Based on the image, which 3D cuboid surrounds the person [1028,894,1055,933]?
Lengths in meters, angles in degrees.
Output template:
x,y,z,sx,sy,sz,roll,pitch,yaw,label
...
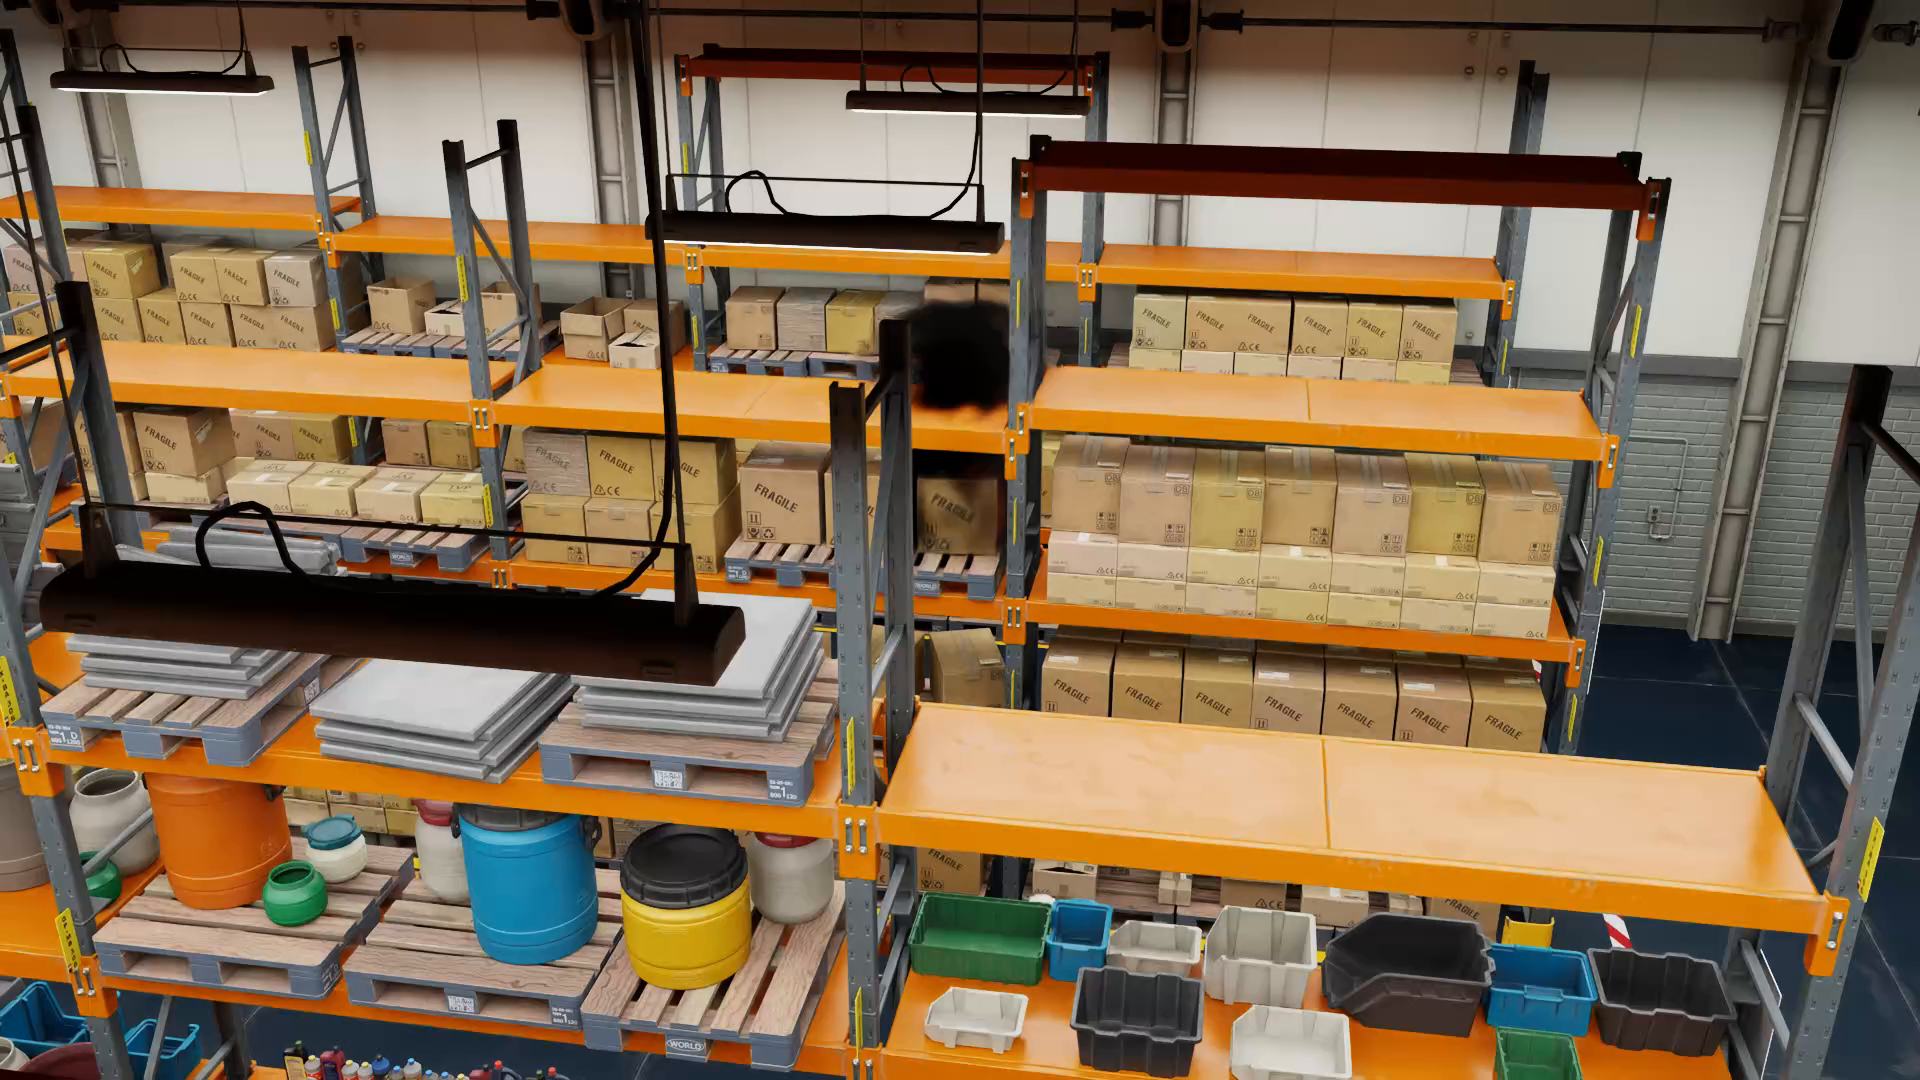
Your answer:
x,y,z,sx,sy,sz,roll,pitch,yaw,label
0.666,3.065,10.902,0.721,1.718,0.679,11,25,24,person
